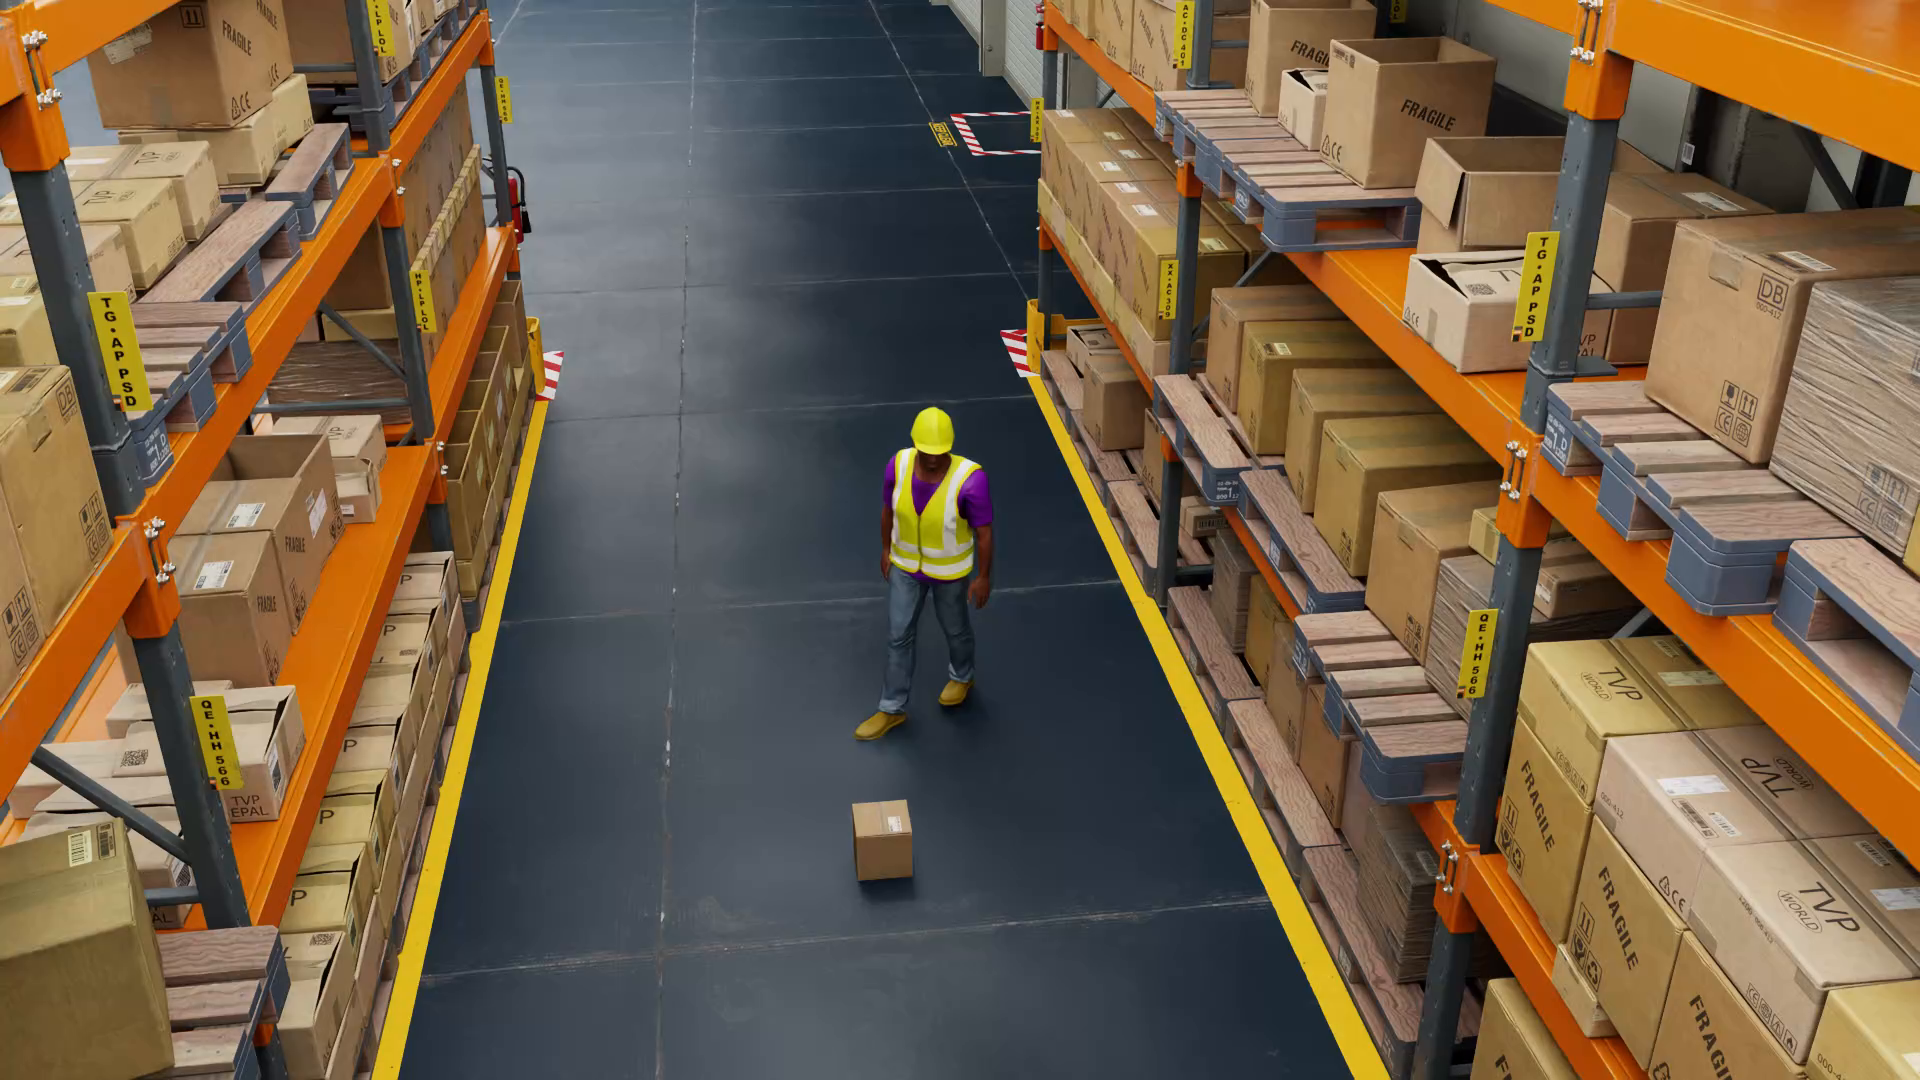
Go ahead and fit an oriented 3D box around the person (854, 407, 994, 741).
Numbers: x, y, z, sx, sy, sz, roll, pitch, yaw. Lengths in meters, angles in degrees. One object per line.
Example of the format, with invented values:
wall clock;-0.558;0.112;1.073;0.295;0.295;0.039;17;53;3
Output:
person;-0.137;0.139;8.325;0.636;1.776;0.712;10;29;19
